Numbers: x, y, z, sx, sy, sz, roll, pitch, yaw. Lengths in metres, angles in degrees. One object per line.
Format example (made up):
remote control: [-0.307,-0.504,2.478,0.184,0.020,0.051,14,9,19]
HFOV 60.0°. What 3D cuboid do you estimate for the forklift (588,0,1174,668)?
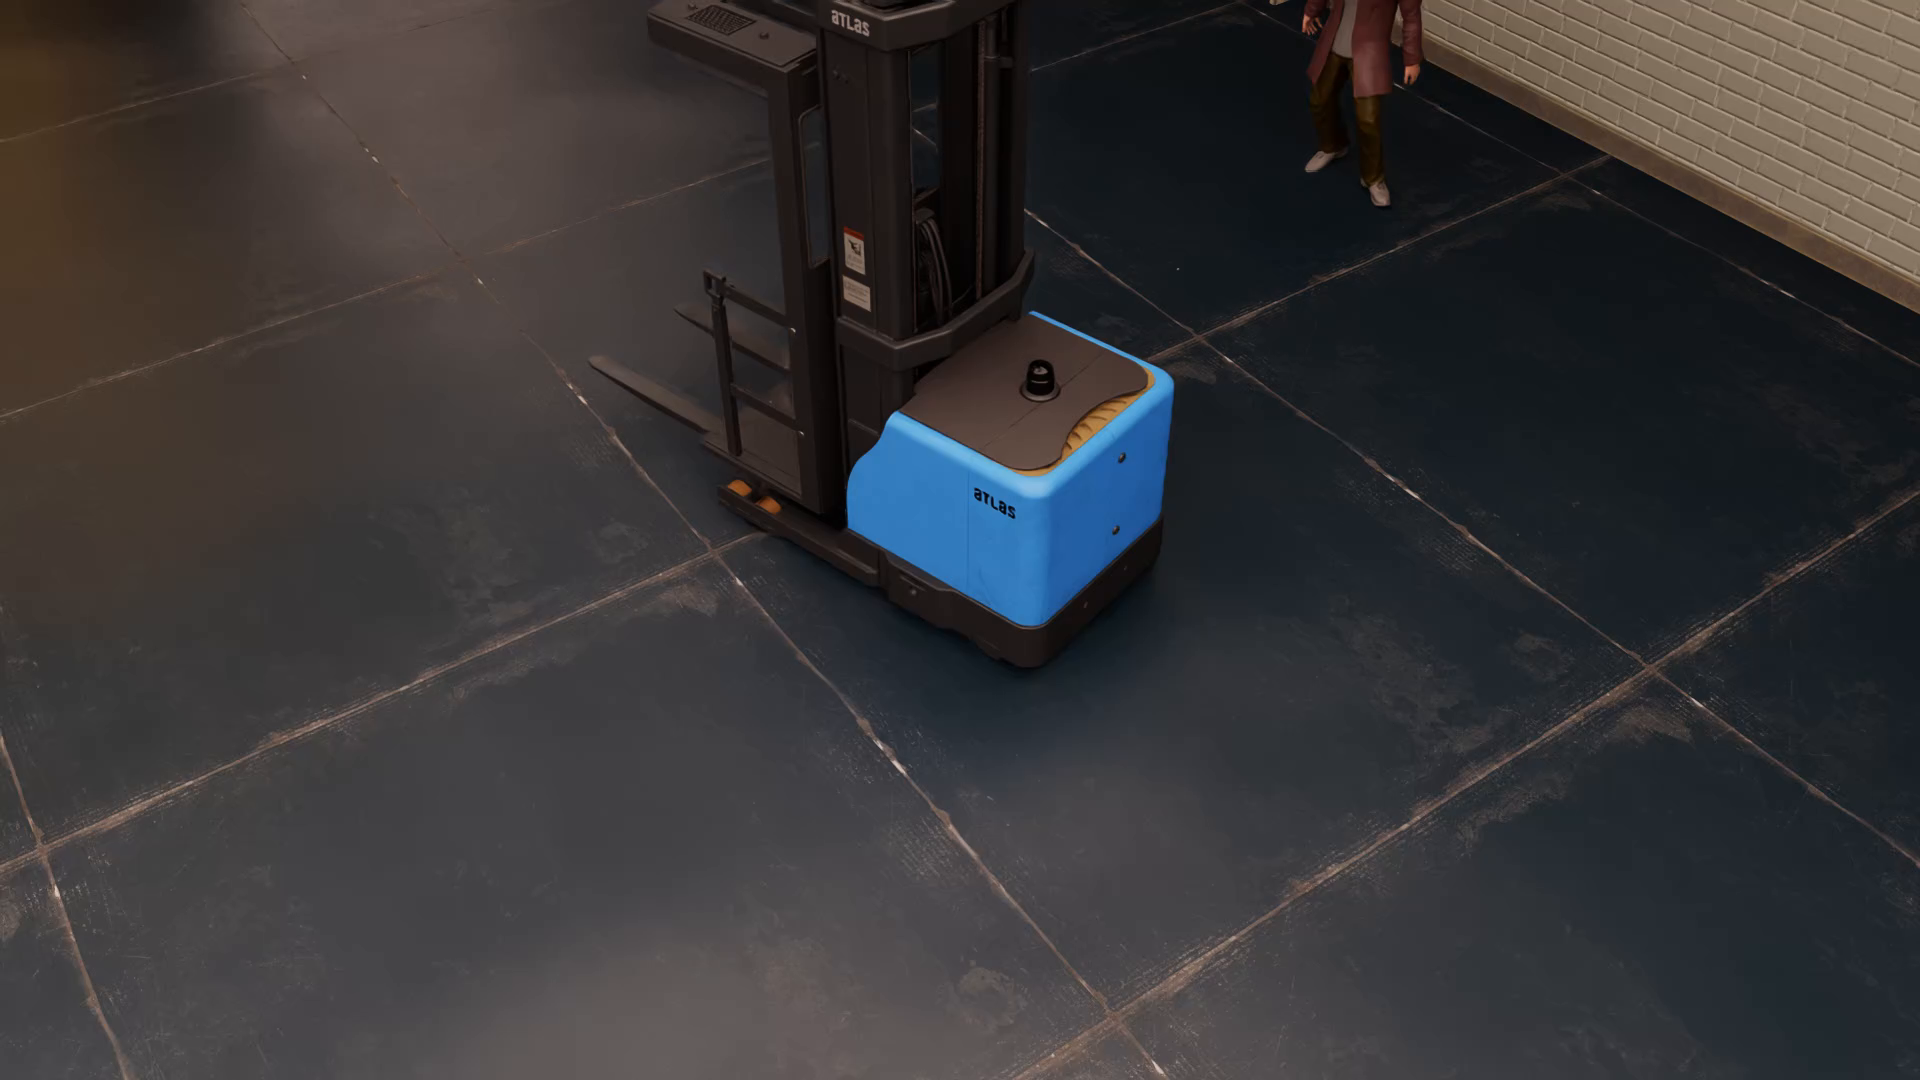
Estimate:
forklift: [-0.534,-1.367,7.199,3.031,2.935,1.130,29,50,28]

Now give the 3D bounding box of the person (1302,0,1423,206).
person: [2.349,-2.897,9.769,0.474,1.749,0.927,-31,51,-29]
